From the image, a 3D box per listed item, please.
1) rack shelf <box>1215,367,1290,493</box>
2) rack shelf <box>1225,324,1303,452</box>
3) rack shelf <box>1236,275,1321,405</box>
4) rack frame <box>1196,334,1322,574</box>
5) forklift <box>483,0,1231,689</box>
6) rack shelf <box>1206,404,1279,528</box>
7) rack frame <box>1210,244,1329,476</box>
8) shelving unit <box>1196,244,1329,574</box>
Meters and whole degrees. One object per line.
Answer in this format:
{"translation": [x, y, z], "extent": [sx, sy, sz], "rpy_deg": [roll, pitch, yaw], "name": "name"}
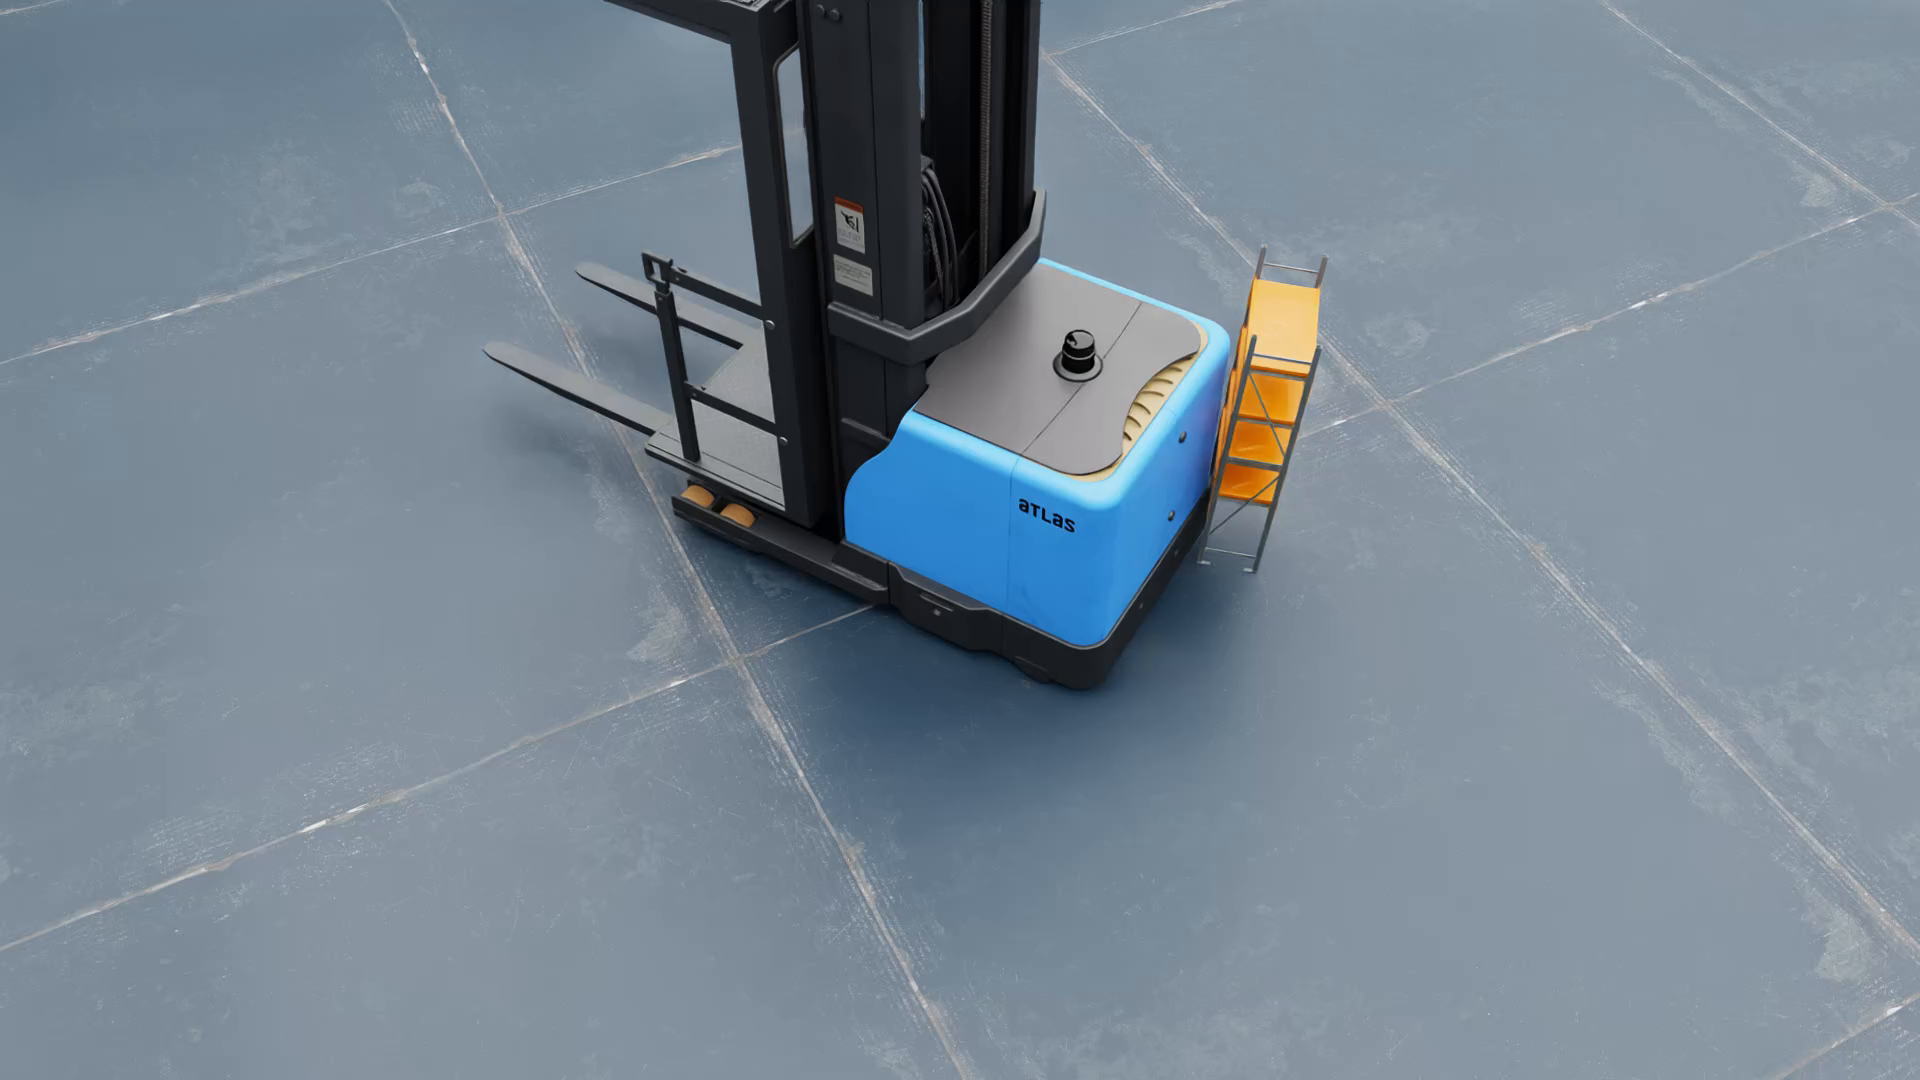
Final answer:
{"translation": [1.120, -0.420, 6.294], "extent": [0.258, 0.148, 0.480], "rpy_deg": [10, 50, 5], "name": "rack shelf"}
{"translation": [1.131, -0.565, 6.124], "extent": [0.258, 0.148, 0.480], "rpy_deg": [10, 50, 5], "name": "rack shelf"}
{"translation": [1.143, -0.719, 5.945], "extent": [0.258, 0.148, 0.480], "rpy_deg": [10, 50, 5], "name": "rack shelf"}
{"translation": [1.078, -0.283, 6.085], "extent": [0.240, 1.200, 0.015], "rpy_deg": [10, 50, 5], "name": "rack frame"}
{"translation": [-0.556, -1.264, 5.801], "extent": [3.031, 2.935, 1.130], "rpy_deg": [24, 53, 20], "name": "forklift"}
{"translation": [1.110, -0.291, 6.444], "extent": [0.258, 0.148, 0.480], "rpy_deg": [10, 50, 5], "name": "rack shelf"}
{"translation": [1.169, -0.644, 6.400], "extent": [0.240, 1.200, 0.015], "rpy_deg": [10, 50, 5], "name": "rack frame"}
{"translation": [1.123, -0.464, 6.243], "extent": [0.258, 1.200, 0.503], "rpy_deg": [10, 50, 5], "name": "shelving unit"}
